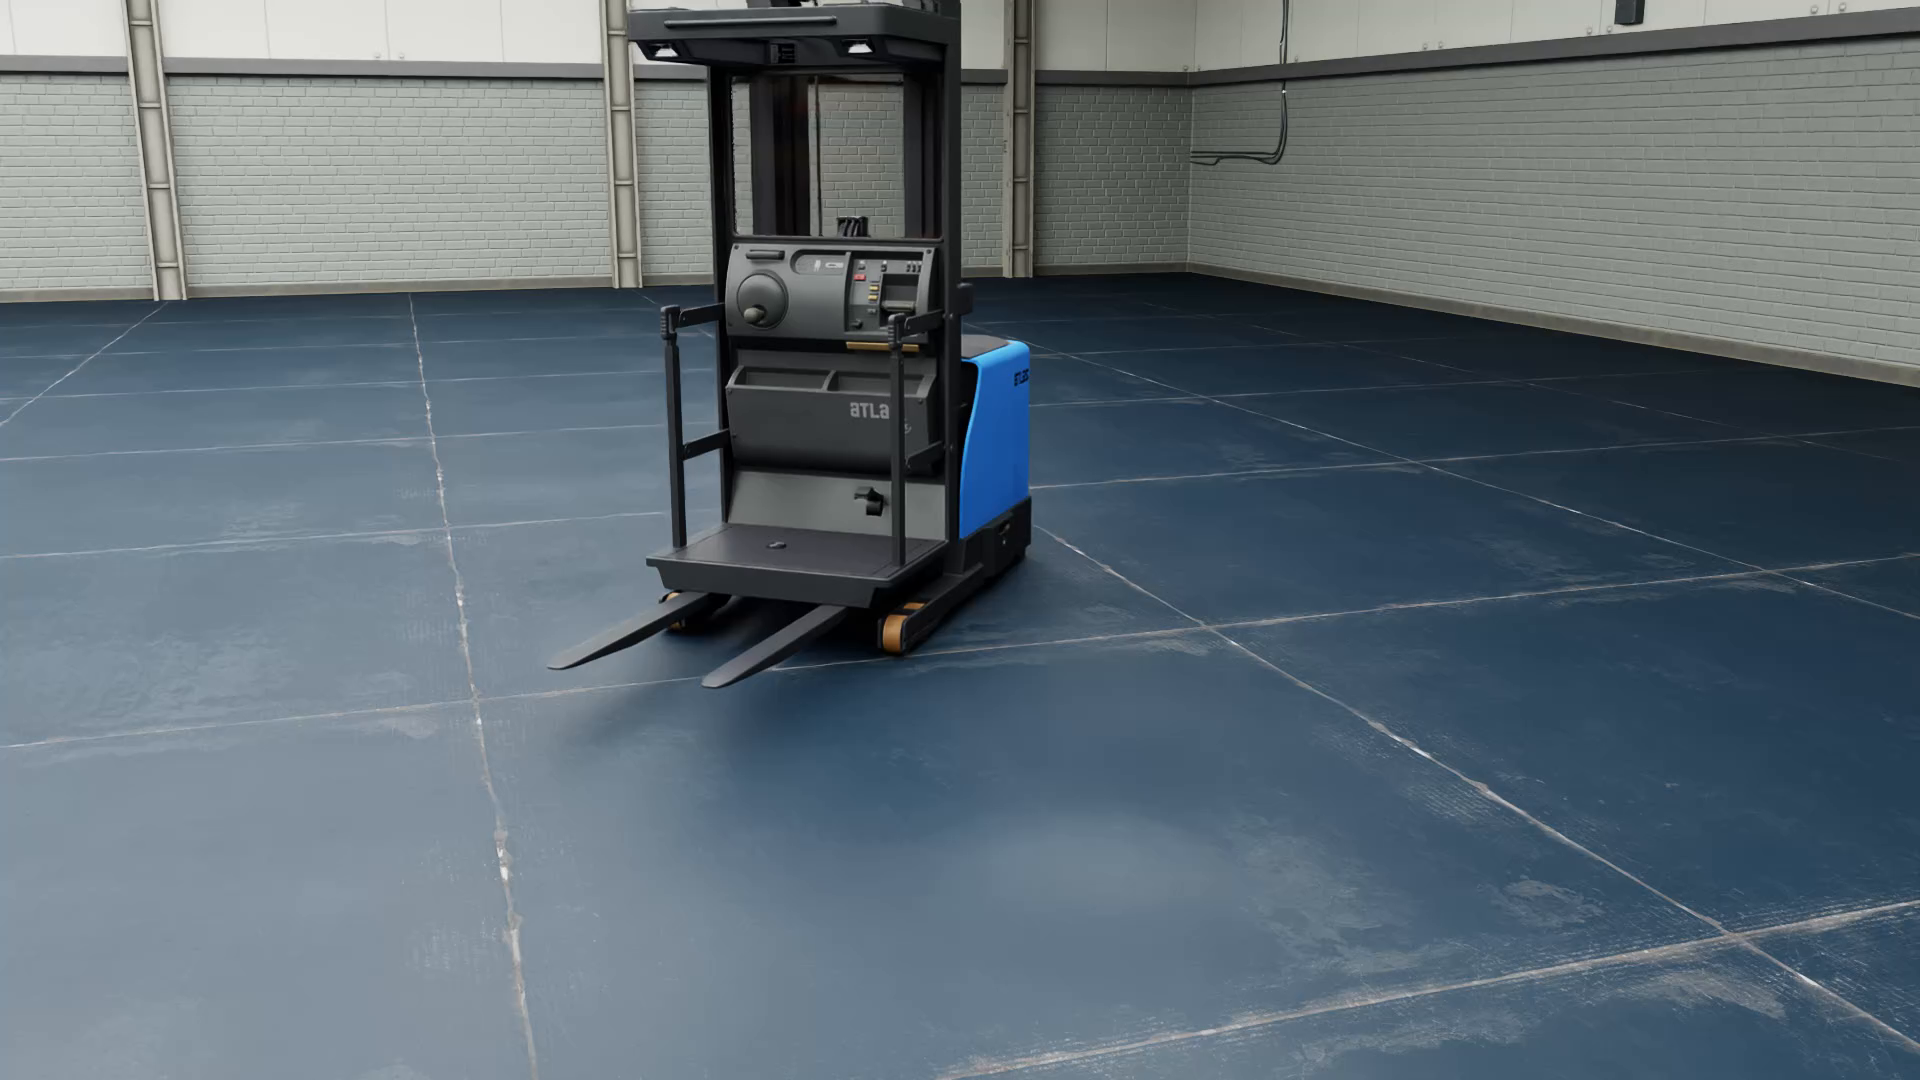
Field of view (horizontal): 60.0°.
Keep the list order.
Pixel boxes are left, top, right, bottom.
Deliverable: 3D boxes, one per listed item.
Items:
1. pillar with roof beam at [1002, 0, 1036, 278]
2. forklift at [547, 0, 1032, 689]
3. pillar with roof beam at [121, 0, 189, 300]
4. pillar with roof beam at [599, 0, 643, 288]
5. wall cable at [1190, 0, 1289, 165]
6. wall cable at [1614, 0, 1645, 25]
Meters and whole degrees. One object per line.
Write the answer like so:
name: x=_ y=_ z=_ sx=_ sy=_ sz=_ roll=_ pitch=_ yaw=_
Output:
pillar with roof beam: x=2.267 y=-7.523 z=20.826 sx=0.400 sy=9.000 sz=9.100 roll=-4 pitch=14 yaw=-18
forklift: x=-0.622 y=-1.069 z=6.802 sx=1.130 sy=2.935 sz=3.031 roll=5 pitch=14 yaw=19
pillar with roof beam: x=-9.106 y=-6.638 z=17.102 sx=0.400 sy=9.000 sz=9.100 roll=-4 pitch=14 yaw=-18
pillar with roof beam: x=-3.419 y=-7.081 z=18.964 sx=0.400 sy=9.000 sz=9.100 roll=-4 pitch=14 yaw=-18
wall cable: x=4.108 y=-6.884 z=24.849 sx=0.112 sy=2.526 sz=3.097 roll=-4 pitch=14 yaw=-18
wall cable: x=7.121 y=-7.966 z=15.338 sx=0.169 sy=6.003 sz=2.305 roll=-4 pitch=14 yaw=-18
